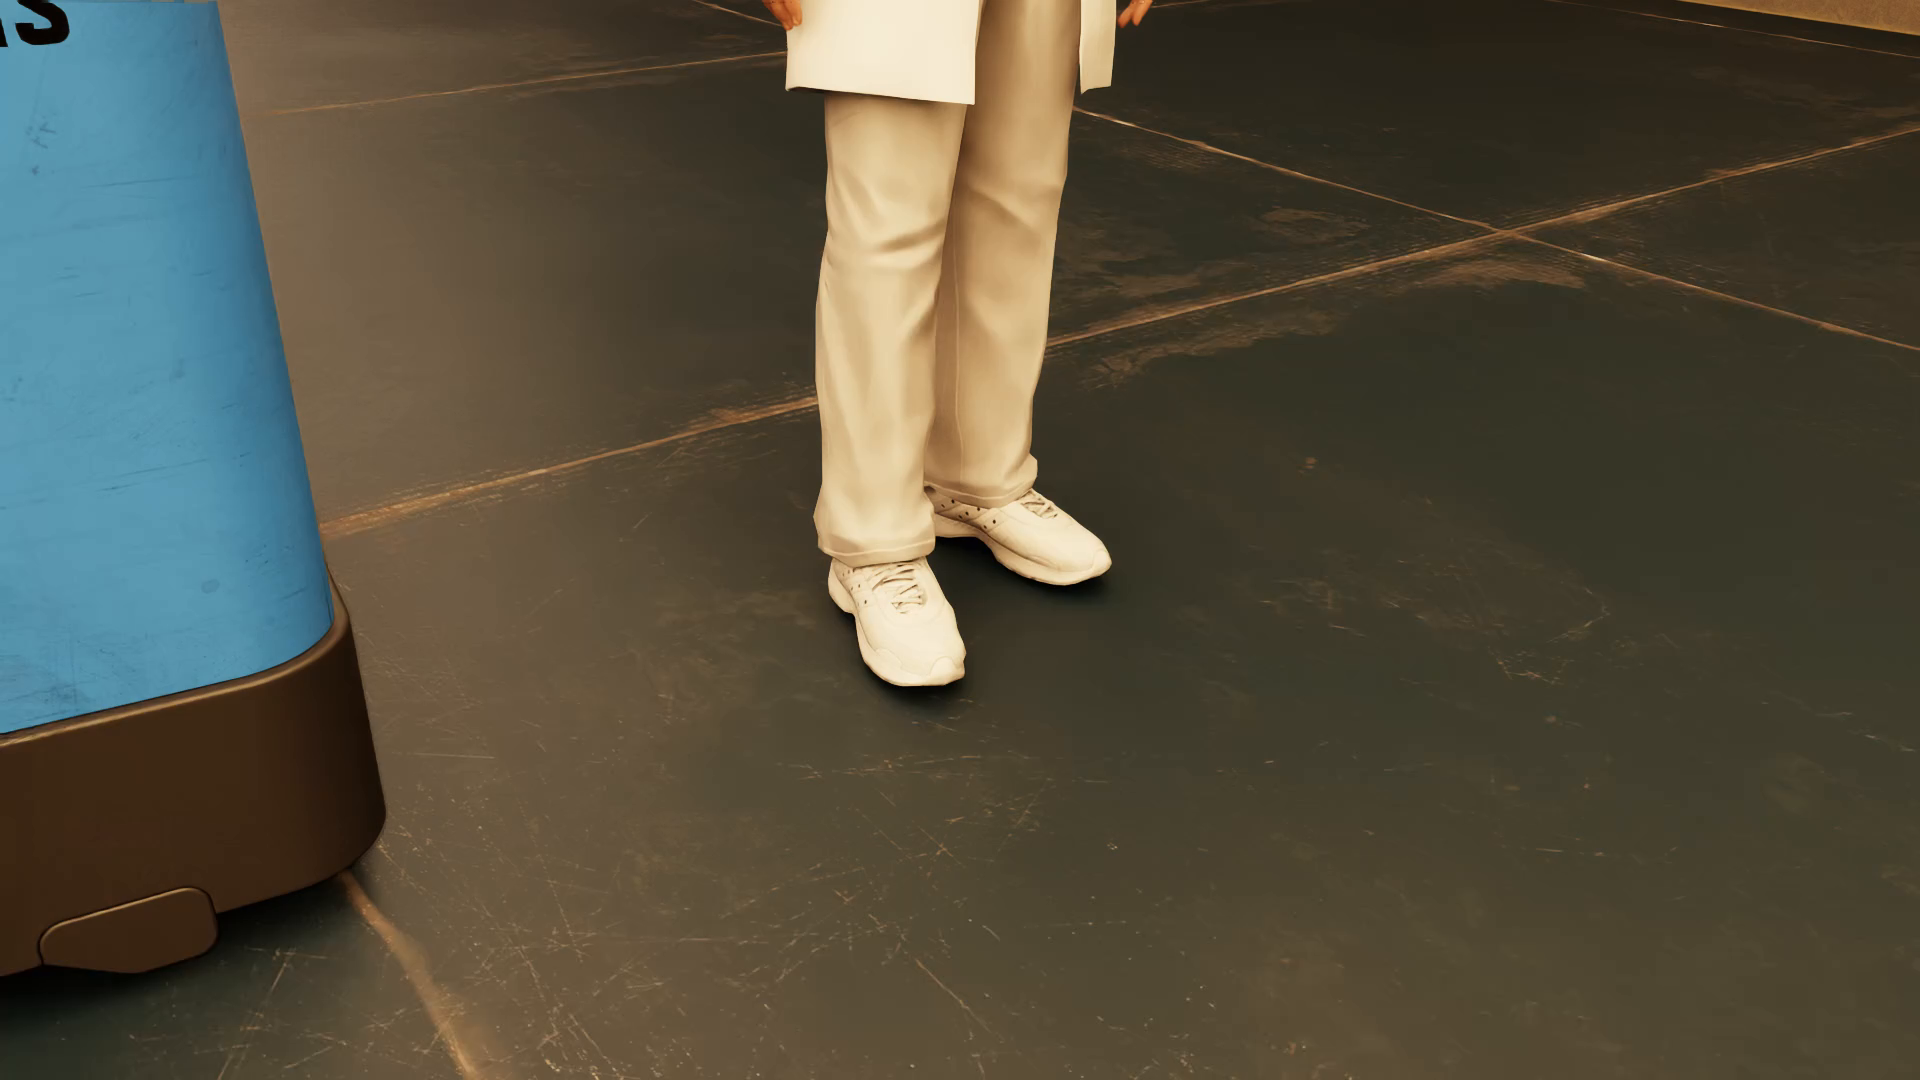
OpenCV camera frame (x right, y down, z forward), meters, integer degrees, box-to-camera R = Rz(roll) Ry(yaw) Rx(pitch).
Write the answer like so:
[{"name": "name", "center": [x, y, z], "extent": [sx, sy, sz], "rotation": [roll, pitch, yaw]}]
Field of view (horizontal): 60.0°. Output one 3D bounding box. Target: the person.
[{"name": "person", "center": [0.048, -0.763, 2.031], "extent": [0.696, 1.769, 0.581], "rotation": [-17, 31, -31]}]

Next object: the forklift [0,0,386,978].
[{"name": "forklift", "center": [-2.144, -0.799, 0.825], "extent": [3.031, 2.935, 1.130], "rotation": [-14, 30, -26]}]
